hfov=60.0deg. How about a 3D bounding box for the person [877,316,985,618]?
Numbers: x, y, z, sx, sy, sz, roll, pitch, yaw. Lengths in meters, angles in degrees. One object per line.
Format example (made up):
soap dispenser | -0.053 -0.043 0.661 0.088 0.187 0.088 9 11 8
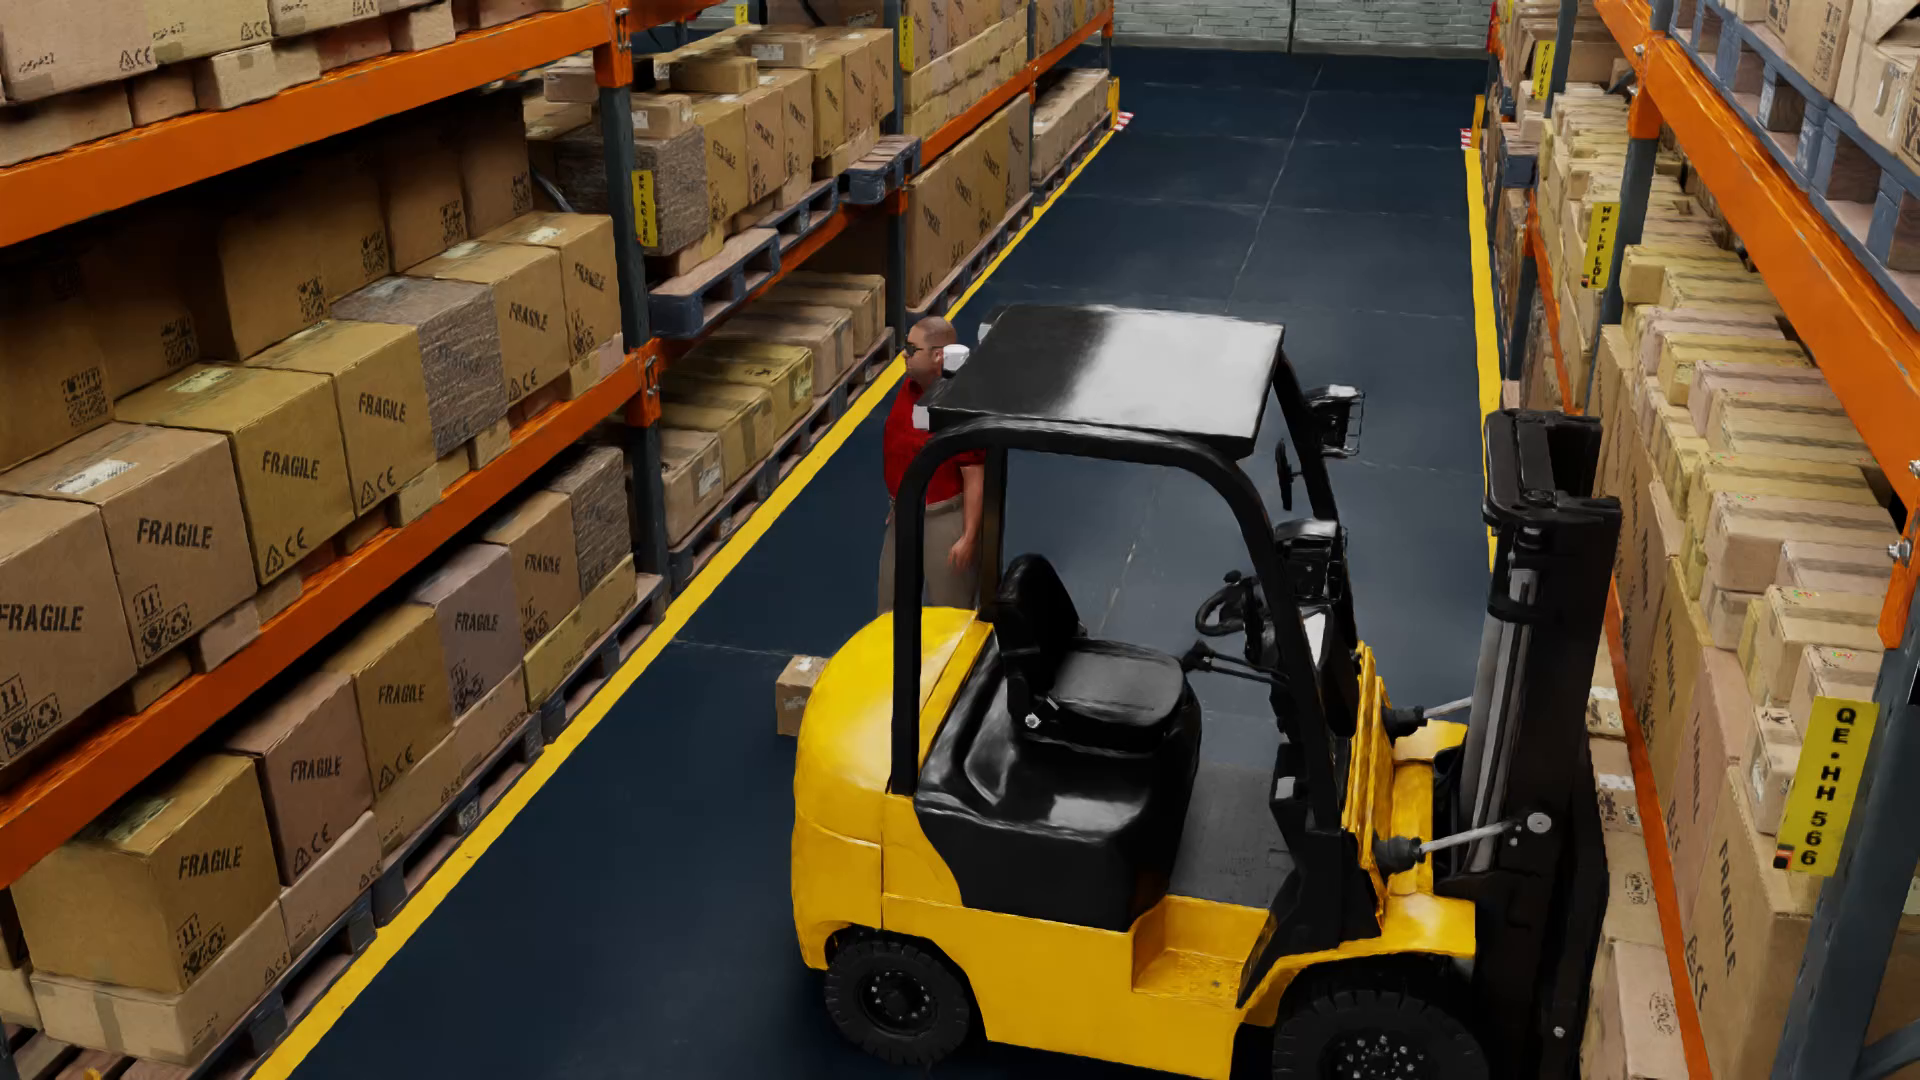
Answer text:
person | -0.183 -0.047 6.713 0.576 1.736 0.543 -15 29 -29
